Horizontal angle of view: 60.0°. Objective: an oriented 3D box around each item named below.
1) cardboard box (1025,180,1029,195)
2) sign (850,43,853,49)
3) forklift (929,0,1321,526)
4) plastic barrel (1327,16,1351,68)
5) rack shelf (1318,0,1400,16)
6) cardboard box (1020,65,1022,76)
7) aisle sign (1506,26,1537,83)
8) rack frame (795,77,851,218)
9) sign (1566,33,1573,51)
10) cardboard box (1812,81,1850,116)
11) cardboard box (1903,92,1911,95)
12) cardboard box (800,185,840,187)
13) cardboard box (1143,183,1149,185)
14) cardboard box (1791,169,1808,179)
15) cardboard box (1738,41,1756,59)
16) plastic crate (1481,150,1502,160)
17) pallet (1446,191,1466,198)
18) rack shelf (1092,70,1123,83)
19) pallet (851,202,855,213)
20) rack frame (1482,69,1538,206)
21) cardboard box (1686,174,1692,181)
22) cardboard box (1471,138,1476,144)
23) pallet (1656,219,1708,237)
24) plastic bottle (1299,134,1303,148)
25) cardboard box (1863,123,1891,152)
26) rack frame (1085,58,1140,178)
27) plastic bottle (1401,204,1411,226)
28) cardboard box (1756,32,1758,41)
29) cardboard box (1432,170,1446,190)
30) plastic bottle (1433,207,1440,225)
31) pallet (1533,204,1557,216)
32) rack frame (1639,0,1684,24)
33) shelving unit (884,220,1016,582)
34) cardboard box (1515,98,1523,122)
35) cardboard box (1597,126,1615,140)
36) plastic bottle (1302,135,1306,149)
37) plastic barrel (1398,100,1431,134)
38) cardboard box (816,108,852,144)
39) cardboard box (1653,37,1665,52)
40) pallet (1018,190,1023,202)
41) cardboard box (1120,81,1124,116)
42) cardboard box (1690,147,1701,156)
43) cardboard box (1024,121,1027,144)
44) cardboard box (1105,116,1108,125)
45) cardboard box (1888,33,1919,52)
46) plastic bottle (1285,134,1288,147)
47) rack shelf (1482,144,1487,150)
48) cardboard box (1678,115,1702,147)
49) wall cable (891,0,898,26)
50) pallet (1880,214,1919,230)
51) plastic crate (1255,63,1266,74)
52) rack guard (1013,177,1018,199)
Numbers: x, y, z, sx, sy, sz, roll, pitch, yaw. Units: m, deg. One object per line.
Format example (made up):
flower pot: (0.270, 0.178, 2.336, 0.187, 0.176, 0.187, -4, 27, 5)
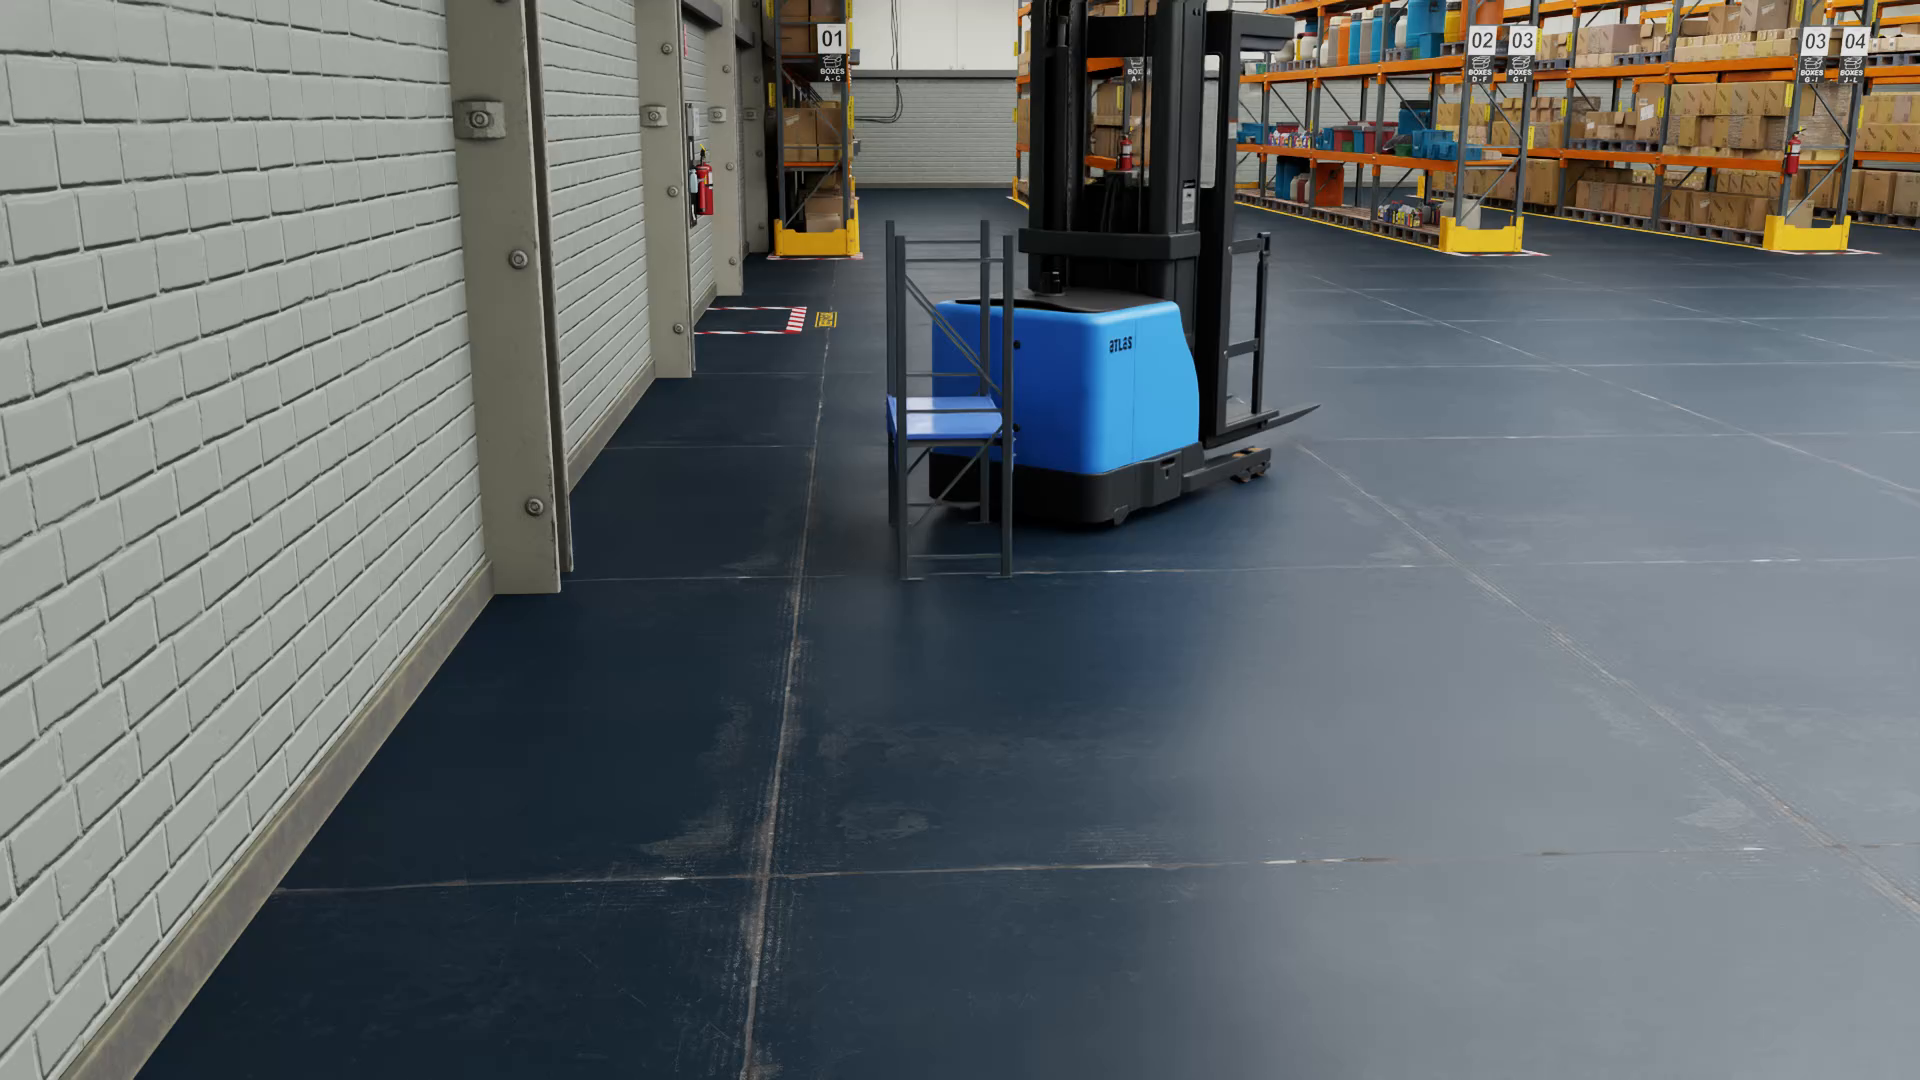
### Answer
cardboard box: (1.737, -7.885, 37.165, 0.500, 0.311, 0.500, -1, 14, -3)
sign: (-2.053, -9.289, 31.051, 0.100, 0.325, 0.005, -1, 14, -3)
forklift: (1.112, -1.803, 9.150, 1.130, 2.935, 3.031, 10, 18, 35)
plastic barrel: (7.128, -9.219, 30.810, 0.600, 0.901, 0.600, 0, 14, 0)
rack shelf: (7.417, -9.597, 29.512, 1.077, 0.370, 4.000, -1, 14, -3)
cardboard box: (1.650, -10.769, 38.141, 0.500, 0.250, 0.500, -1, 14, -3)
aisle sign: (8.086, -6.987, 23.944, 0.394, 0.787, 0.004, -1, 14, -3)
rack frame: (-2.594, -7.578, 31.459, 1.000, 3.000, 0.127, -1, 14, -3)
sign: (11.683, -9.542, 31.877, 0.100, 0.325, 0.005, -1, 14, -3)
cardboard box: (12.971, -6.635, 24.991, 0.500, 0.500, 0.500, -1, 14, -3)
cardboard box: (21.596, -10.066, 37.619, 0.380, 0.149, 0.250, -1, 14, -4)
cardboard box: (-2.523, -6.149, 30.039, 0.700, 0.500, 0.500, -1, 14, -4)
cardboard box: (3.001, -5.162, 25.238, 0.500, 0.500, 0.500, -1, 14, -3)
cardboard box: (16.890, -7.381, 33.361, 0.500, 0.250, 0.500, -1, 14, -5)
cardboard box: (12.392, -7.565, 25.691, 0.500, 0.250, 0.500, -1, 14, -2)
plastic crate: (8.055, -5.841, 25.237, 0.298, 0.136, 0.250, -1, 14, -3)
pallet: (11.941, -7.946, 38.486, 1.003, 0.211, 1.213, -1, 14, -3)
rack shelf: (2.473, -8.262, 29.542, 1.077, 0.370, 4.000, -1, 14, -3)
pallet: (-2.641, -6.727, 33.749, 1.003, 0.211, 1.213, -1, 14, -3)
rack frame: (11.989, -8.802, 36.217, 1.000, 3.000, 0.127, -1, 14, -3)
cardboard box: (16.586, -8.174, 37.458, 0.380, 0.149, 0.250, -1, 14, -4)
cardboard box: (11.611, -8.879, 37.020, 0.380, 0.149, 0.250, -1, 14, -4)
pallet: (12.562, -5.296, 28.184, 1.003, 0.211, 1.213, -1, 14, -3)
plastic bottle: (6.815, -7.946, 33.147, 0.097, 0.271, 0.097, 0, 14, 0)
cardboard box: (17.046, -7.416, 30.627, 0.500, 0.500, 0.500, -1, 14, -4)
rack frame: (2.597, -6.660, 27.893, 1.000, 3.000, 0.127, -1, 14, -3)
plastic bottle: (7.227, -5.260, 26.884, 0.144, 0.351, 0.185, 0, 14, -1)
cardboard box: (12.448, -7.713, 25.467, 0.380, 0.149, 0.250, -1, 14, -3)
cardboard box: (11.861, -8.813, 39.682, 0.875, 0.875, 0.875, -1, 14, -3)
plastic bottle: (7.801, -5.308, 27.203, 0.061, 0.283, 0.133, -1, 14, -3)
pallet: (12.263, -6.654, 33.464, 1.003, 0.211, 1.213, -1, 14, -3)
rack frame: (16.698, -12.754, 39.535, 1.000, 3.000, 0.127, -1, 14, -3)
shelving unit: (-0.064, -0.677, 7.648, 0.538, 1.500, 1.048, -1, 14, -5)
cardboard box: (12.068, -9.007, 34.798, 0.797, 0.503, 0.637, -1, 14, -3)
cardboard box: (12.111, -7.518, 30.683, 0.500, 0.250, 0.500, -1, 14, -5)
plastic bottle: (6.827, -7.897, 32.958, 0.097, 0.271, 0.097, 0, 14, 0)
plastic barrel: (7.820, -7.080, 28.516, 0.600, 0.901, 0.708, -1, 14, -3)
cardboard box: (-1.828, -6.012, 24.128, 0.500, 0.500, 0.500, -1, 14, -3)
cardboard box: (12.327, -8.636, 28.977, 0.396, 0.266, 0.258, 0, 14, -1)
pallet: (1.909, -8.077, 38.996, 1.003, 0.211, 1.213, -1, 14, -3)
cardboard box: (2.788, -6.603, 24.864, 0.700, 0.500, 0.500, -1, 14, -5)
cardboard box: (12.243, -6.384, 27.322, 0.380, 0.149, 0.250, -1, 14, -3)
cardboard box: (1.713, -9.201, 37.568, 0.500, 0.500, 0.500, -1, 14, -3)
cardboard box: (2.505, -6.633, 26.283, 0.380, 0.149, 0.250, -1, 14, -5)
cardboard box: (17.113, -8.958, 29.937, 0.500, 0.311, 0.500, -1, 14, -5)
plastic bottle: (6.746, -8.225, 34.232, 0.097, 0.271, 0.097, 0, 14, 0)
rack shelf: (11.865, -8.951, 38.239, 1.077, 0.370, 4.000, -1, 14, -3)
cardboard box: (12.447, -6.767, 27.510, 0.875, 0.500, 0.500, -1, 14, -3)
wall cable: (-0.384, -14.869, 43.852, 3.097, 2.526, 0.112, -1, 14, -3)
pallet: (17.318, -5.704, 29.773, 1.003, 0.211, 1.213, -1, 14, -3)
plastic crate: (6.671, -10.319, 36.427, 0.416, 0.233, 0.300, -1, 14, -3)
rack guard: (1.859, -8.415, 39.730, 1.175, 0.500, 0.348, -1, 14, -3)
